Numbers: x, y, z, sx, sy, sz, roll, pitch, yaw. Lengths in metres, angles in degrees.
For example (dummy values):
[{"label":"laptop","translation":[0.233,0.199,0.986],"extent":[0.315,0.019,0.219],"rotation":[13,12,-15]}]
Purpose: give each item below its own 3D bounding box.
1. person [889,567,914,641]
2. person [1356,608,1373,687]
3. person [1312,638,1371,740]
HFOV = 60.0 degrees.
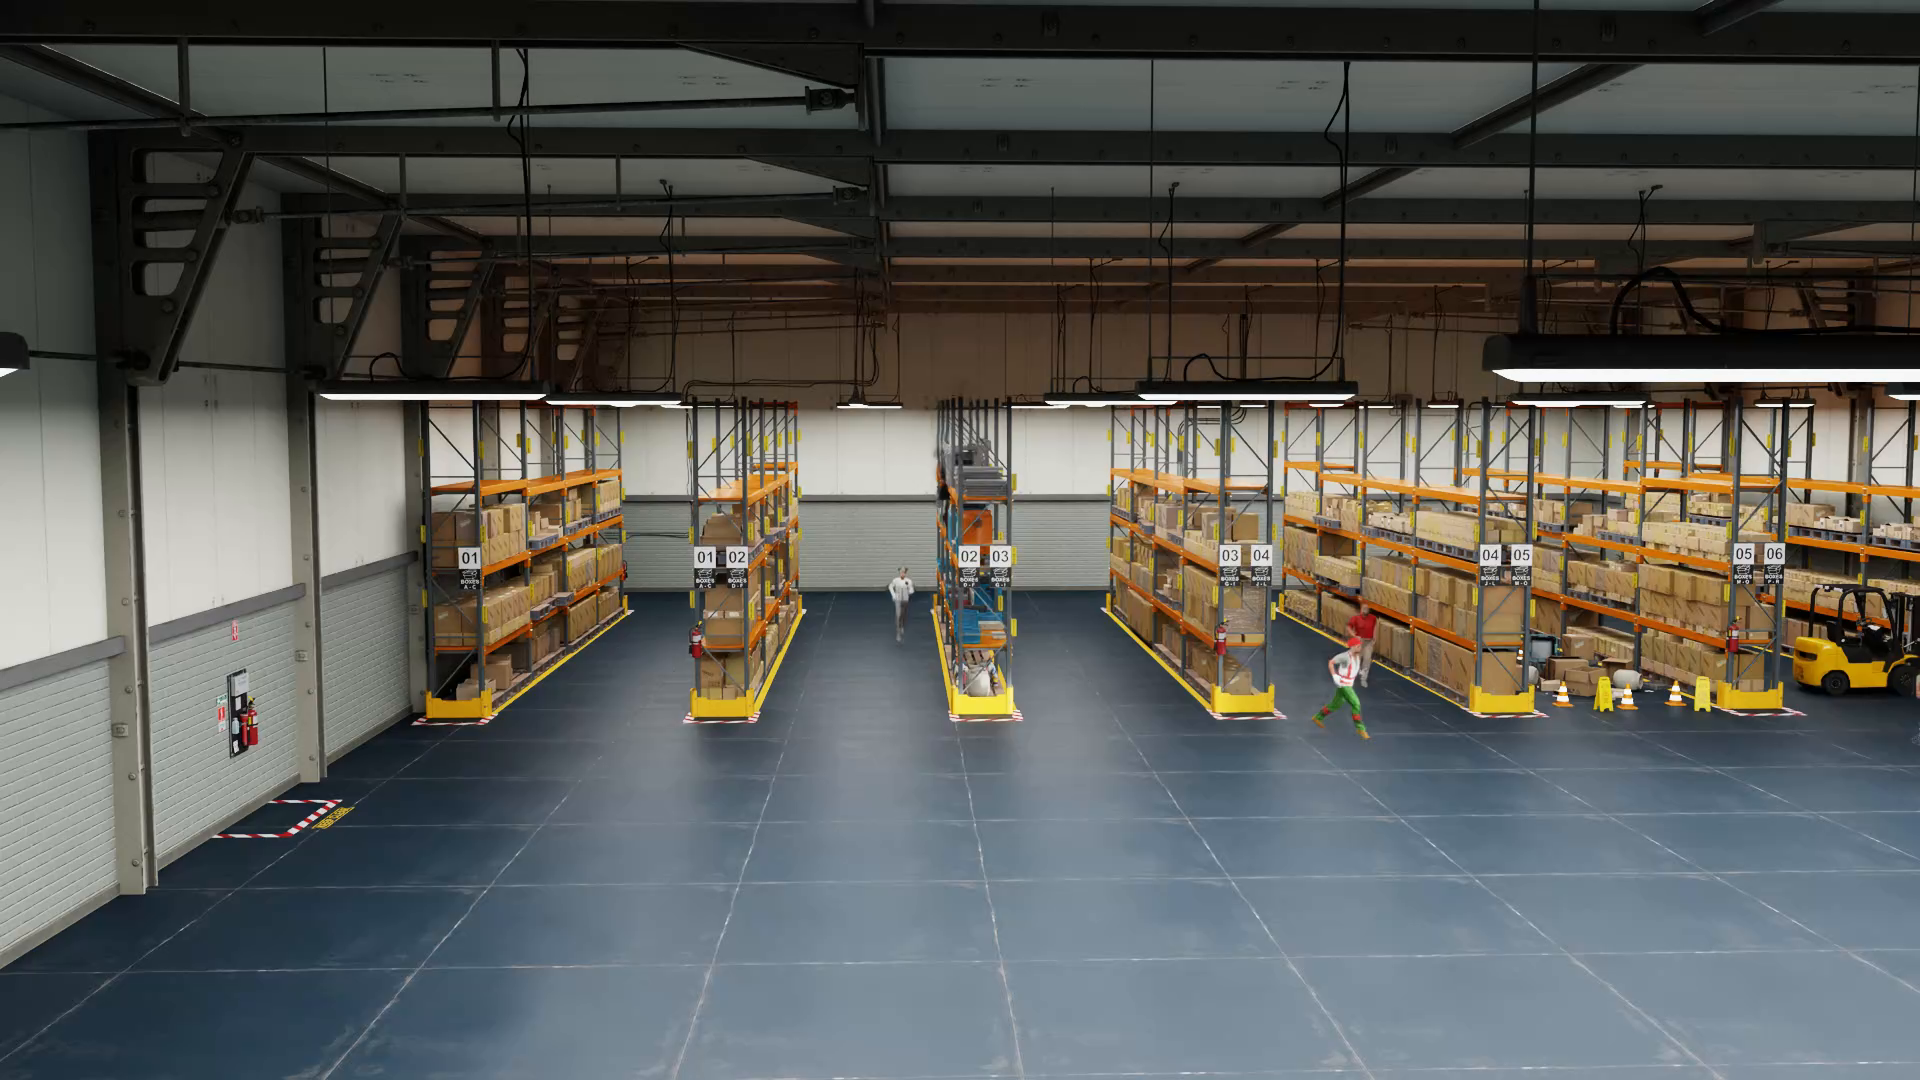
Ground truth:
[{"label":"person","translation":[-1.404,1.538,40.393],"extent":[0.593,1.787,0.728],"rotation":[-1,4,-9]},{"label":"person","translation":[8.471,2.219,34.993],"extent":[0.414,1.650,0.924],"rotation":[0,4,-3]},{"label":"person","translation":[6.725,2.588,29.268],"extent":[1.106,1.782,0.659],"rotation":[3,5,31]}]
